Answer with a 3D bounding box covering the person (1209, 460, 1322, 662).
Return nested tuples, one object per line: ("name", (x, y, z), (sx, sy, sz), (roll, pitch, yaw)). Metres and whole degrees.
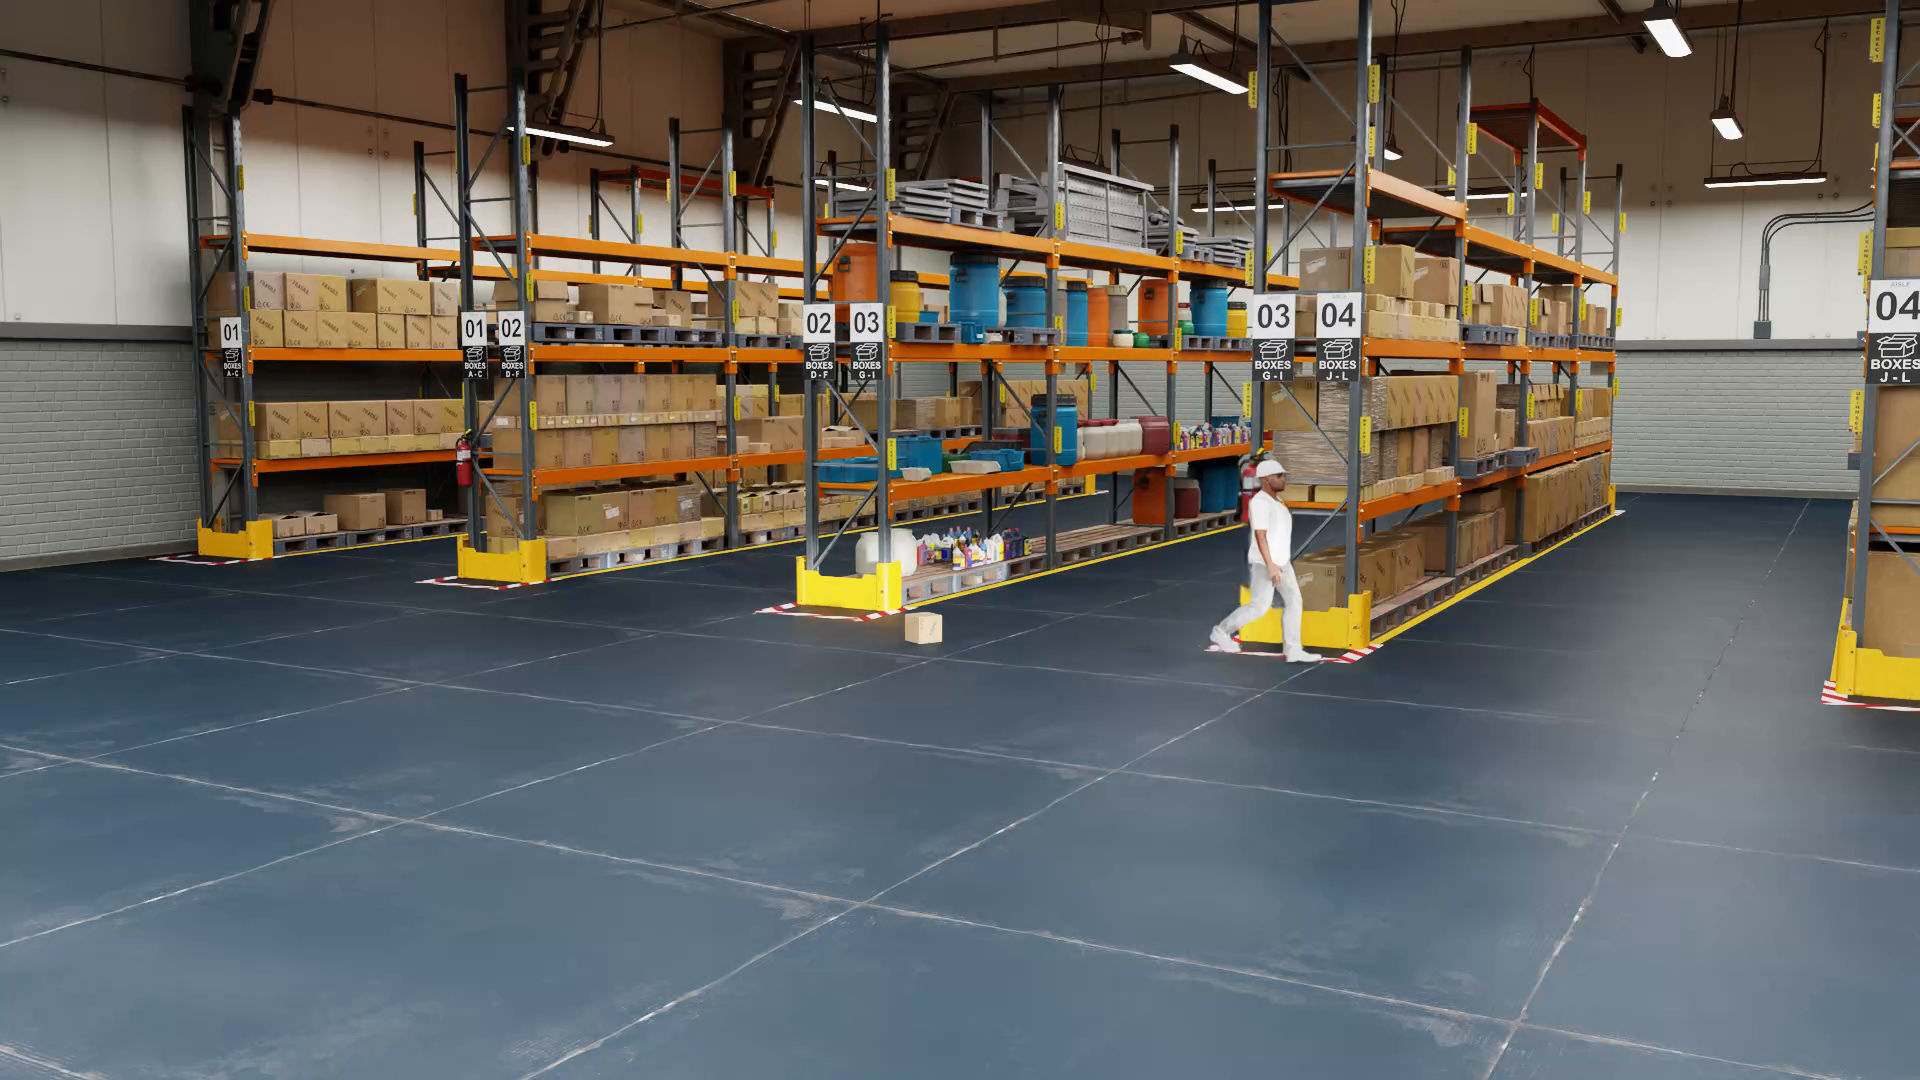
("person", (2.632, 0.181, 14.268), (0.963, 1.733, 0.581), (3, 7, 29))
